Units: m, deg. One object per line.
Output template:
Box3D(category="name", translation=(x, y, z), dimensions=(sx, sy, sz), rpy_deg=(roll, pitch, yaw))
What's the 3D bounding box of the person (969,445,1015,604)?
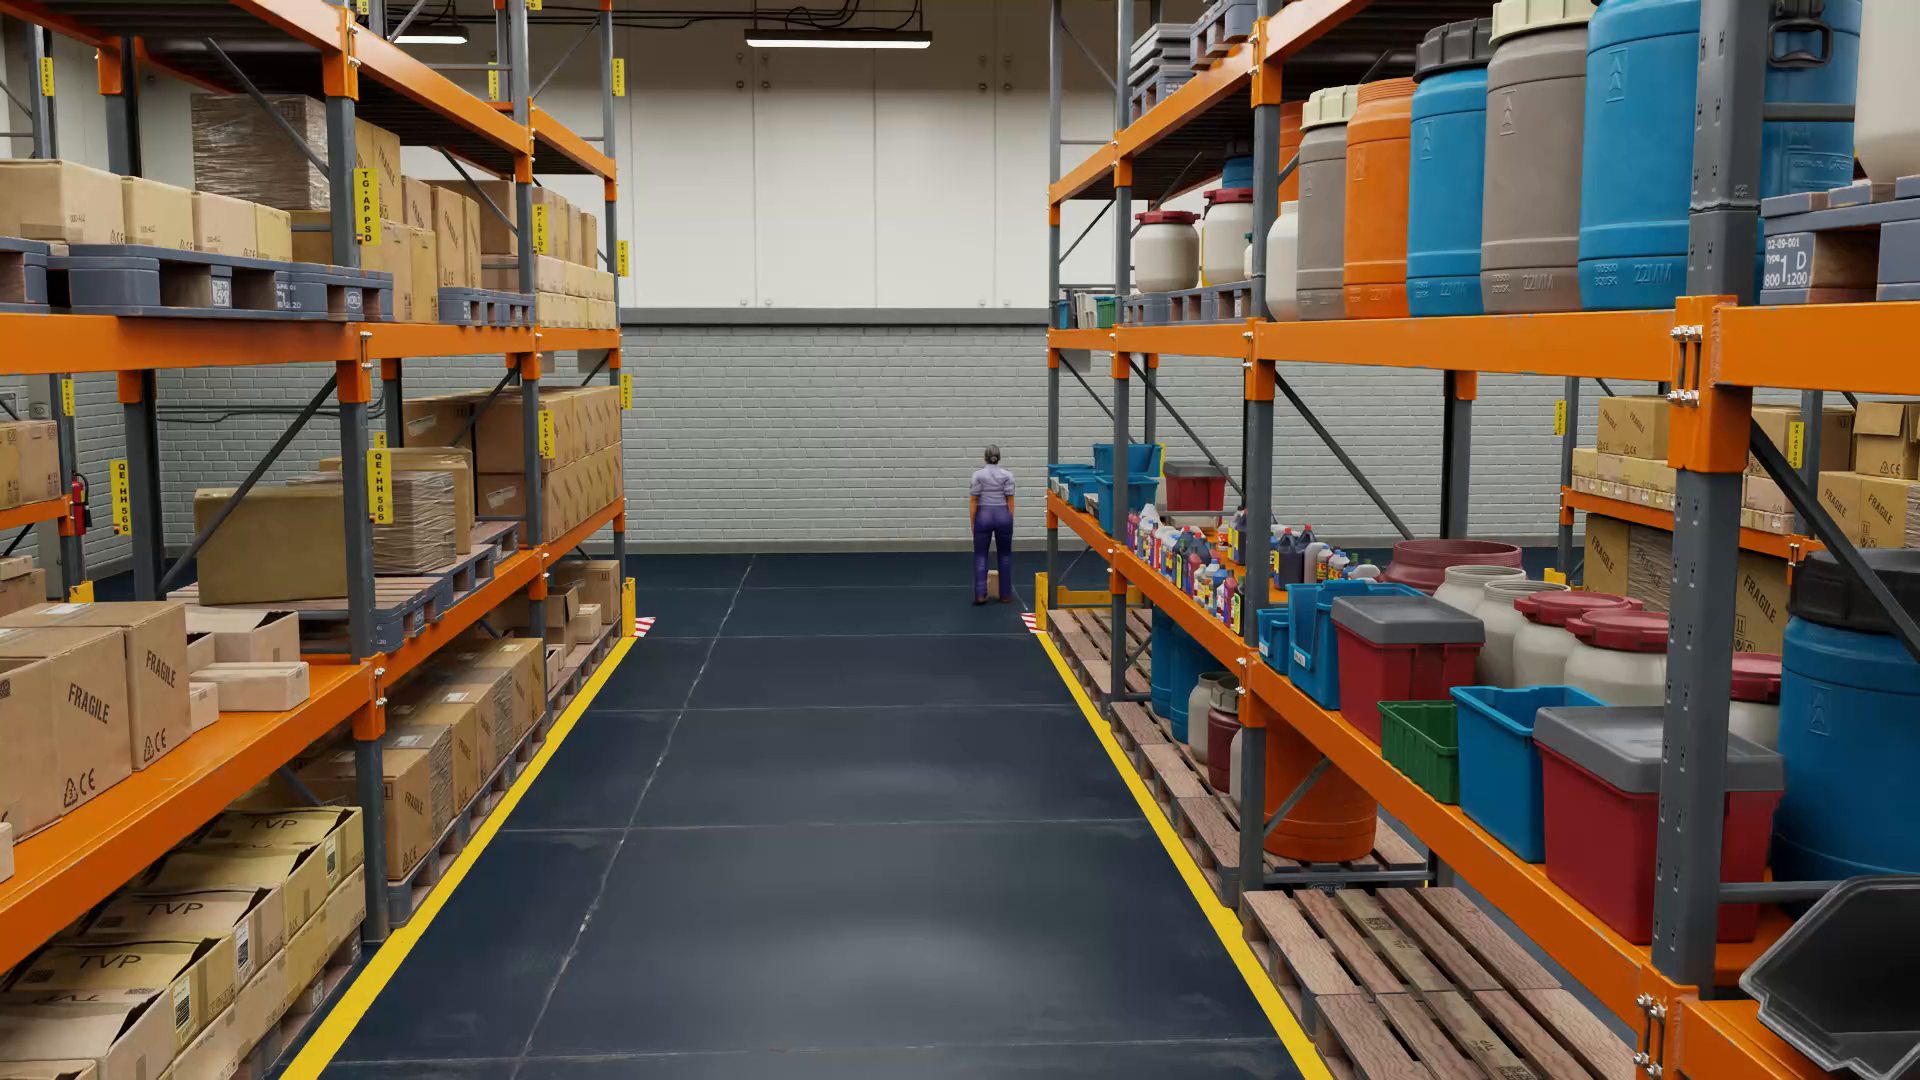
Box3D(category="person", translation=(0.328, -0.148, 17.195), dimensions=(0.467, 1.682, 0.360), rpy_deg=(0, 7, -2))
